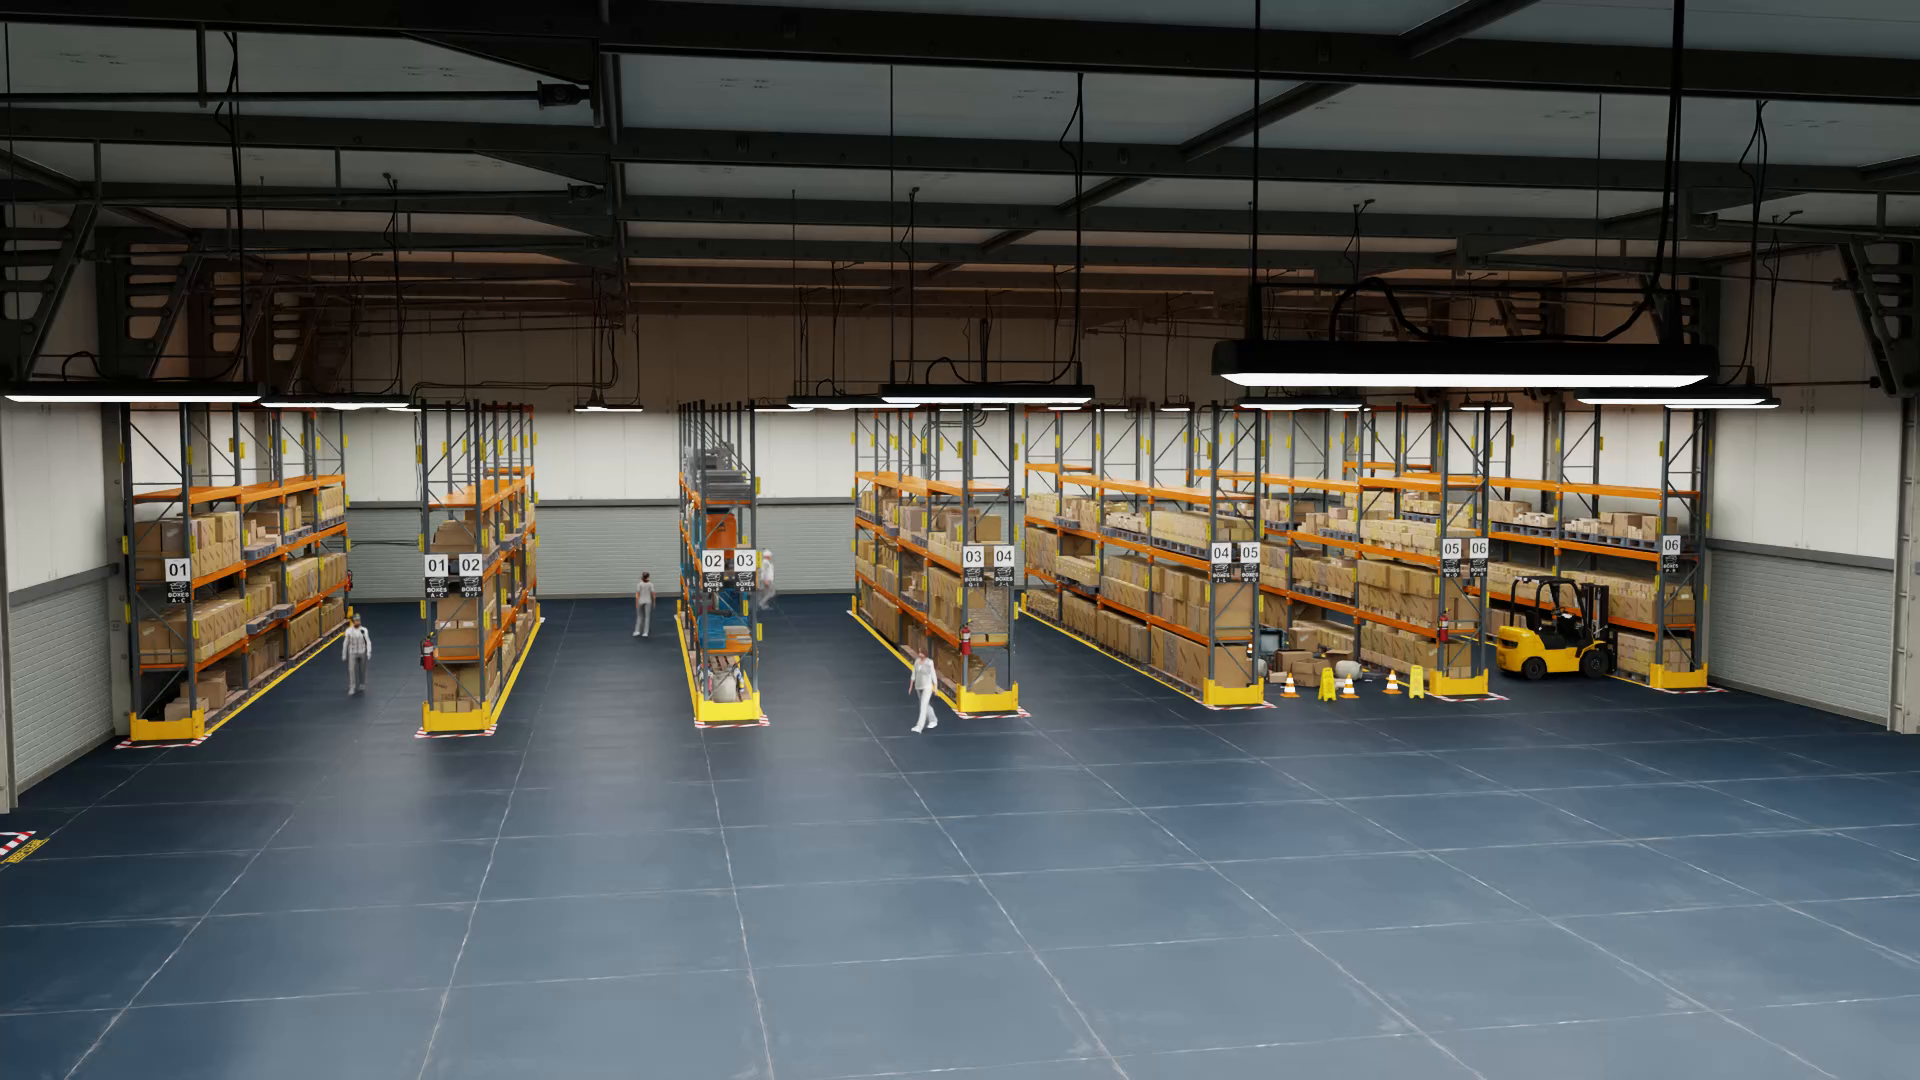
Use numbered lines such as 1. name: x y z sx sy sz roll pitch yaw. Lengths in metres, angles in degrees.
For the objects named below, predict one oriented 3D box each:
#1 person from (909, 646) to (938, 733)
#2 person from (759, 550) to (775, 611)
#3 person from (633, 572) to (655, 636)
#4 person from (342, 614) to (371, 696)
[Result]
1. person: -0.672 2.677 29.960 0.480 1.542 0.965 4 6 41
2. person: -5.612 1.175 48.296 0.475 1.766 0.551 -1 4 -9
3. person: -8.175 1.649 42.961 0.612 1.686 0.556 -1 4 -8
4. person: -12.349 2.313 34.023 0.567 1.621 1.015 -2 5 -20
